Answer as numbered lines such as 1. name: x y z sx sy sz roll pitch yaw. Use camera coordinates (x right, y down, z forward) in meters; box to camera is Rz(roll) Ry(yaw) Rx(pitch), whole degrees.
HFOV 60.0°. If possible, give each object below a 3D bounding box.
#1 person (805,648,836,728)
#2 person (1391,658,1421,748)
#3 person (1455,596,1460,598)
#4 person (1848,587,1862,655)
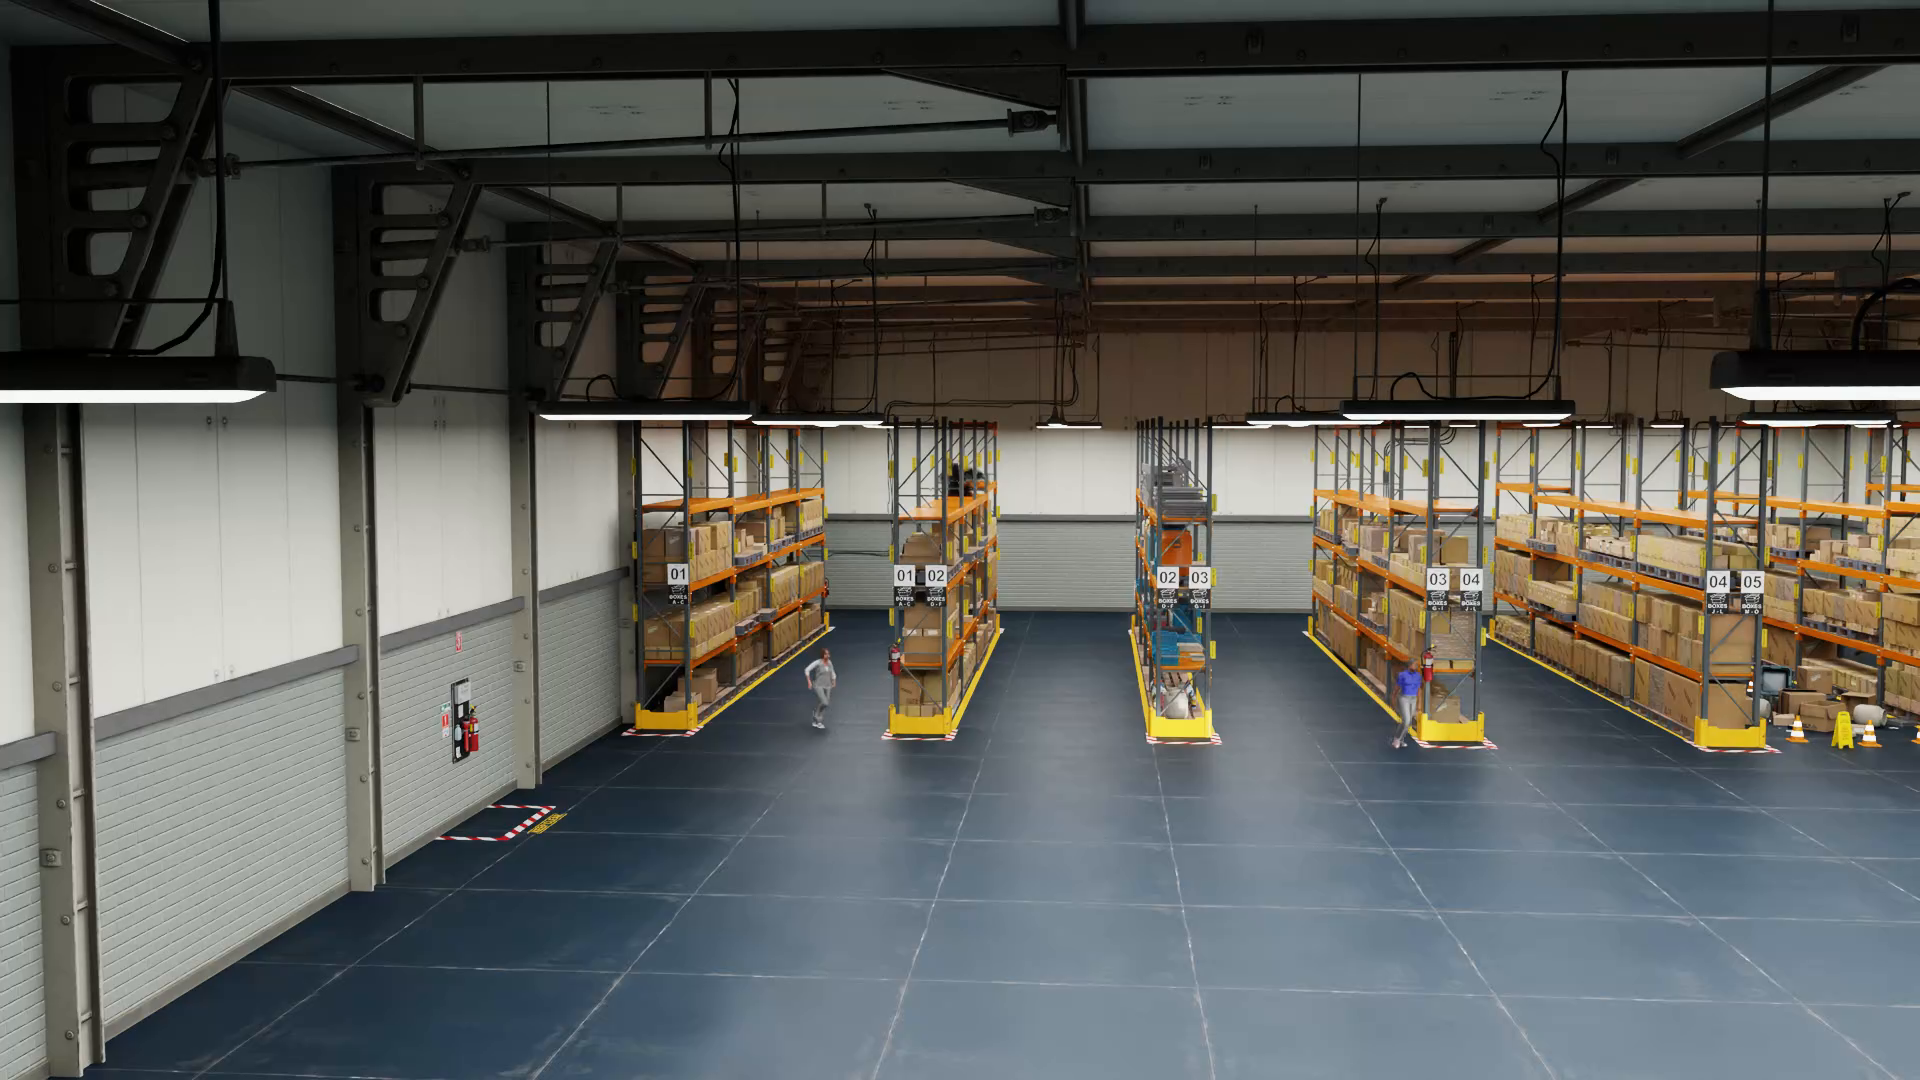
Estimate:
1. person: -2.670 2.855 31.997 0.621 1.556 0.541 -3 5 -35
2. person: 8.047 2.925 29.985 0.538 1.629 0.528 -1 4 -21
3. person: 13.646 1.819 46.574 0.744 1.814 0.756 2 4 26
4. person: 22.508 2.100 42.232 0.690 1.664 1.063 -1 4 -13
